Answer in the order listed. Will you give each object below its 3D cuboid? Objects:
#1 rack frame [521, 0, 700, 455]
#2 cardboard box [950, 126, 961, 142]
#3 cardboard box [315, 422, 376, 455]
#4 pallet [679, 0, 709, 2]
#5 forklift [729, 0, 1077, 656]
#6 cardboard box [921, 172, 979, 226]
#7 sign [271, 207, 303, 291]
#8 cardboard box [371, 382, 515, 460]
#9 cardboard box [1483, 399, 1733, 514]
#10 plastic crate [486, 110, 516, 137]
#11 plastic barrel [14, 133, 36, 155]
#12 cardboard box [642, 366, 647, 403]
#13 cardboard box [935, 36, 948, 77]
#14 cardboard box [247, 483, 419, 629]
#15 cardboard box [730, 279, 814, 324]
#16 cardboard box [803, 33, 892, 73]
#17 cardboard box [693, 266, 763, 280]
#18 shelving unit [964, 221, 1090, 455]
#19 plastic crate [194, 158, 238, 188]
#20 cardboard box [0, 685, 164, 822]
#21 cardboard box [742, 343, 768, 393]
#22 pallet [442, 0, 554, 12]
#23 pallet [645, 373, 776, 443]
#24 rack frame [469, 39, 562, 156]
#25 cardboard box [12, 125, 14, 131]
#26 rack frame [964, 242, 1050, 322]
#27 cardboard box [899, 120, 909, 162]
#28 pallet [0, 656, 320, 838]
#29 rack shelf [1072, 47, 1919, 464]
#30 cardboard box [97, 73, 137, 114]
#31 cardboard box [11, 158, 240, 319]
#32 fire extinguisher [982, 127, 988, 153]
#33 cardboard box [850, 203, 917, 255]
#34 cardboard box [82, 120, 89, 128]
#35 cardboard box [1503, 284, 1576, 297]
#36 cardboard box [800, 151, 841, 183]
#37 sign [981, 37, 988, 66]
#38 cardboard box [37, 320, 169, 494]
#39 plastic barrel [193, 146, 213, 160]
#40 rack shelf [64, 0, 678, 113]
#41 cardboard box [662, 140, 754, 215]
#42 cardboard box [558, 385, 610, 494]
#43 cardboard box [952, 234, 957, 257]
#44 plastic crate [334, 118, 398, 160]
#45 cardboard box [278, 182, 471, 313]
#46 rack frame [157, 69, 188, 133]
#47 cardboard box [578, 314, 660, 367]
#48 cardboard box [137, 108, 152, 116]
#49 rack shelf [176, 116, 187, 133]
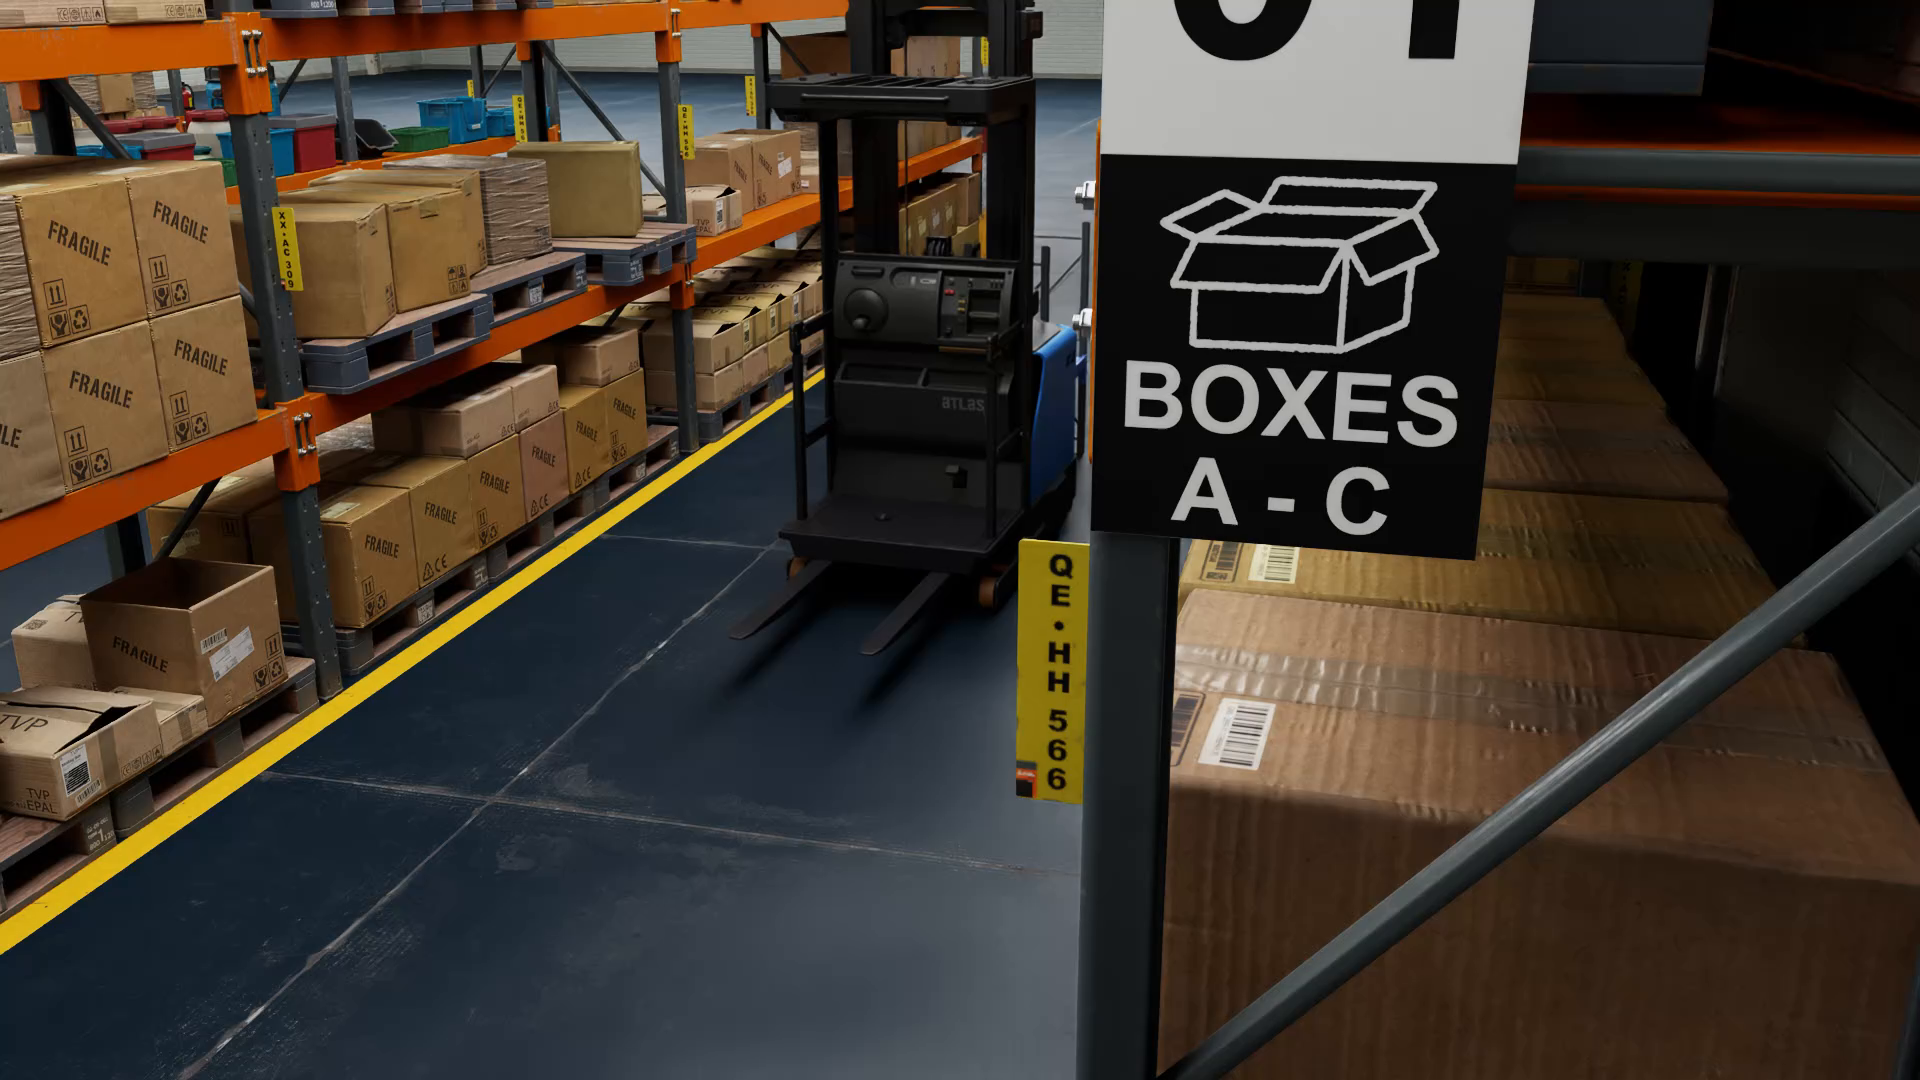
[{"bbox_3d":[-2.211,-2.033,10.500,1.000,3.000,0.127,5,19,13],"label":"rack frame"},{"bbox_3d":[-0.383,-4.443,17.400,0.700,0.500,0.500,5,19,13],"label":"cardboard box"},{"bbox_3d":[-3.094,-0.294,8.593,0.500,0.500,0.500,5,19,14],"label":"cardboard box"},{"bbox_3d":[-2.132,-3.583,10.689,1.213,0.211,1.003,6,20,16],"label":"pallet"},{"bbox_3d":[-0.244,-1.187,8.127,1.130,2.935,3.031,6,20,16],"label":"forklift"},{"bbox_3d":[-0.099,-3.602,17.536,0.500,0.500,0.500,5,19,13],"label":"cardboard box"},{"bbox_3d":[-2.661,-1.149,6.571,0.100,0.325,0.005,5,19,13],"label":"sign"},{"bbox_3d":[-2.590,-0.606,8.346,0.500,0.250,0.500,5,19,13],"label":"cardboard box"},{"bbox_3d":[1.116,0.094,3.807,0.980,0.700,0.700,4,19,11],"label":"cardboard box"},{"bbox_3d":[-5.055,-4.479,17.891,0.499,0.251,0.408,5,19,13],"label":"plastic crate"},{"bbox_3d":[-6.969,-2.818,12.624,0.421,0.512,0.421,0,19,0],"label":"plastic barrel"},{"bbox_3d":[-2.319,-1.115,11.416,0.500,0.250,0.500,5,20,15],"label":"cardboard box"},{"bbox_3d":[-0.519,-4.875,16.658,0.700,0.500,0.500,4,19,12],"label":"cardboard box"},{"bbox_3d":[-2.834,0.063,7.550,0.500,0.500,0.500,4,19,11],"label":"cardboard box"},{"bbox_3d":[-1.427,-1.823,12.622,0.500,0.311,0.500,4,19,13],"label":"cardboard box"},{"bbox_3d":[-1.010,-4.246,14.817,0.700,0.500,0.500,5,19,13],"label":"cardboard box"},{"bbox_3d":[-1.829,-2.021,13.202,0.500,0.311,0.500,4,19,12],"label":"cardboard box"},{"bbox_3d":[0.418,-1.133,10.185,0.538,1.500,1.048,6,20,16],"label":"shelving unit"},{"bbox_3d":[-6.188,-3.011,13.690,0.450,0.188,0.662,5,19,13],"label":"plastic crate"},{"bbox_3d":[-3.236,0.721,5.916,0.500,0.311,0.500,5,19,13],"label":"cardboard box"},{"bbox_3d":[-1.677,-1.230,11.751,0.500,0.250,0.500,4,19,12],"label":"cardboard box"},{"bbox_3d":[-2.711,-2.634,7.910,1.213,0.211,1.003,5,19,13],"label":"pallet"},{"bbox_3d":[-1.972,-0.969,11.697,1.003,0.211,1.213,5,19,13],"label":"pallet"},{"bbox_3d":[-5.059,-4.933,18.990,1.000,3.000,0.127,5,19,13],"label":"rack frame"},{"bbox_3d":[-10.234,-4.307,17.547,0.380,0.149,0.250,5,19,13],"label":"cardboard box"},{"bbox_3d":[0.268,-0.976,9.726,0.500,1.500,0.032,6,20,16],"label":"rack frame"},{"bbox_3d":[-0.883,-3.797,15.508,0.700,0.500,0.500,5,19,14],"label":"cardboard box"},{"bbox_3d":[-3.357,0.755,6.650,1.003,0.211,1.213,5,19,13],"label":"pallet"},{"bbox_3d":[1.127,-0.842,3.484,1.077,0.370,4.000,5,19,13],"label":"rack shelf"},{"bbox_3d":[-10.029,-5.176,19.086,0.875,0.500,0.500,5,19,13],"label":"cardboard box"},{"bbox_3d":[-3.061,-1.121,6.128,0.500,0.500,0.500,5,19,14],"label":"cardboard box"},{"bbox_3d":[0.223,-4.505,17.855,0.296,0.674,0.183,5,19,13],"label":"fire extinguisher"},{"bbox_3d":[-0.703,-2.817,15.240,0.500,0.500,0.500,5,19,13],"label":"cardboard box"},{"bbox_3d":[-10.021,-4.707,18.716,0.380,0.149,0.250,5,19,13],"label":"cardboard box"},{"bbox_3d":[1.973,-0.711,5.984,0.500,0.500,0.500,4,19,12],"label":"cardboard box"},{"bbox_3d":[-1.312,-3.058,13.733,0.500,0.250,0.500,6,20,17],"label":"cardboard box"},{"bbox_3d":[0.266,-5.154,17.478,0.100,0.325,0.005,5,19,13],"label":"sign"},{"bbox_3d":[-3.187,-0.488,5.822,0.500,0.500,0.500,5,20,15],"label":"cardboard box"},{"bbox_3d":[-6.509,-3.211,14.163,0.301,0.262,0.301,0,19,0],"label":"plastic barrel"},{"bbox_3d":[-2.700,-2.486,8.296,1.077,0.370,4.000,5,19,13],"label":"rack shelf"},{"bbox_3d":[-1.817,-2.608,12.027,0.500,0.500,0.500,4,19,10],"label":"cardboard box"},{"bbox_3d":[-2.339,-0.585,9.446,0.500,0.500,0.500,4,19,11],"label":"cardboard box"},{"bbox_3d":[-0.332,-2.932,16.737,0.500,0.250,0.500,5,19,13],"label":"cardboard box"},{"bbox_3d":[-5.785,-3.804,15.780,0.767,0.338,0.504,5,19,13],"label":"plastic crate"},{"bbox_3d":[-2.749,-1.377,7.774,0.700,0.500,0.500,8,20,22],"label":"cardboard box"},{"bbox_3d":[-9.862,-5.324,20.135,1.000,3.000,0.127,5,19,13],"label":"rack frame"},{"bbox_3d":[-2.322,-1.380,11.324,0.500,0.311,0.500,5,20,15],"label":"cardboard box"},{"bbox_3d":[-9.793,-5.022,19.637,0.380,0.149,0.250,5,19,13],"label":"cardboard box"},{"bbox_3d":[-10.351,-4.357,18.416,1.077,0.370,4.000,5,19,13],"label":"rack shelf"}]
